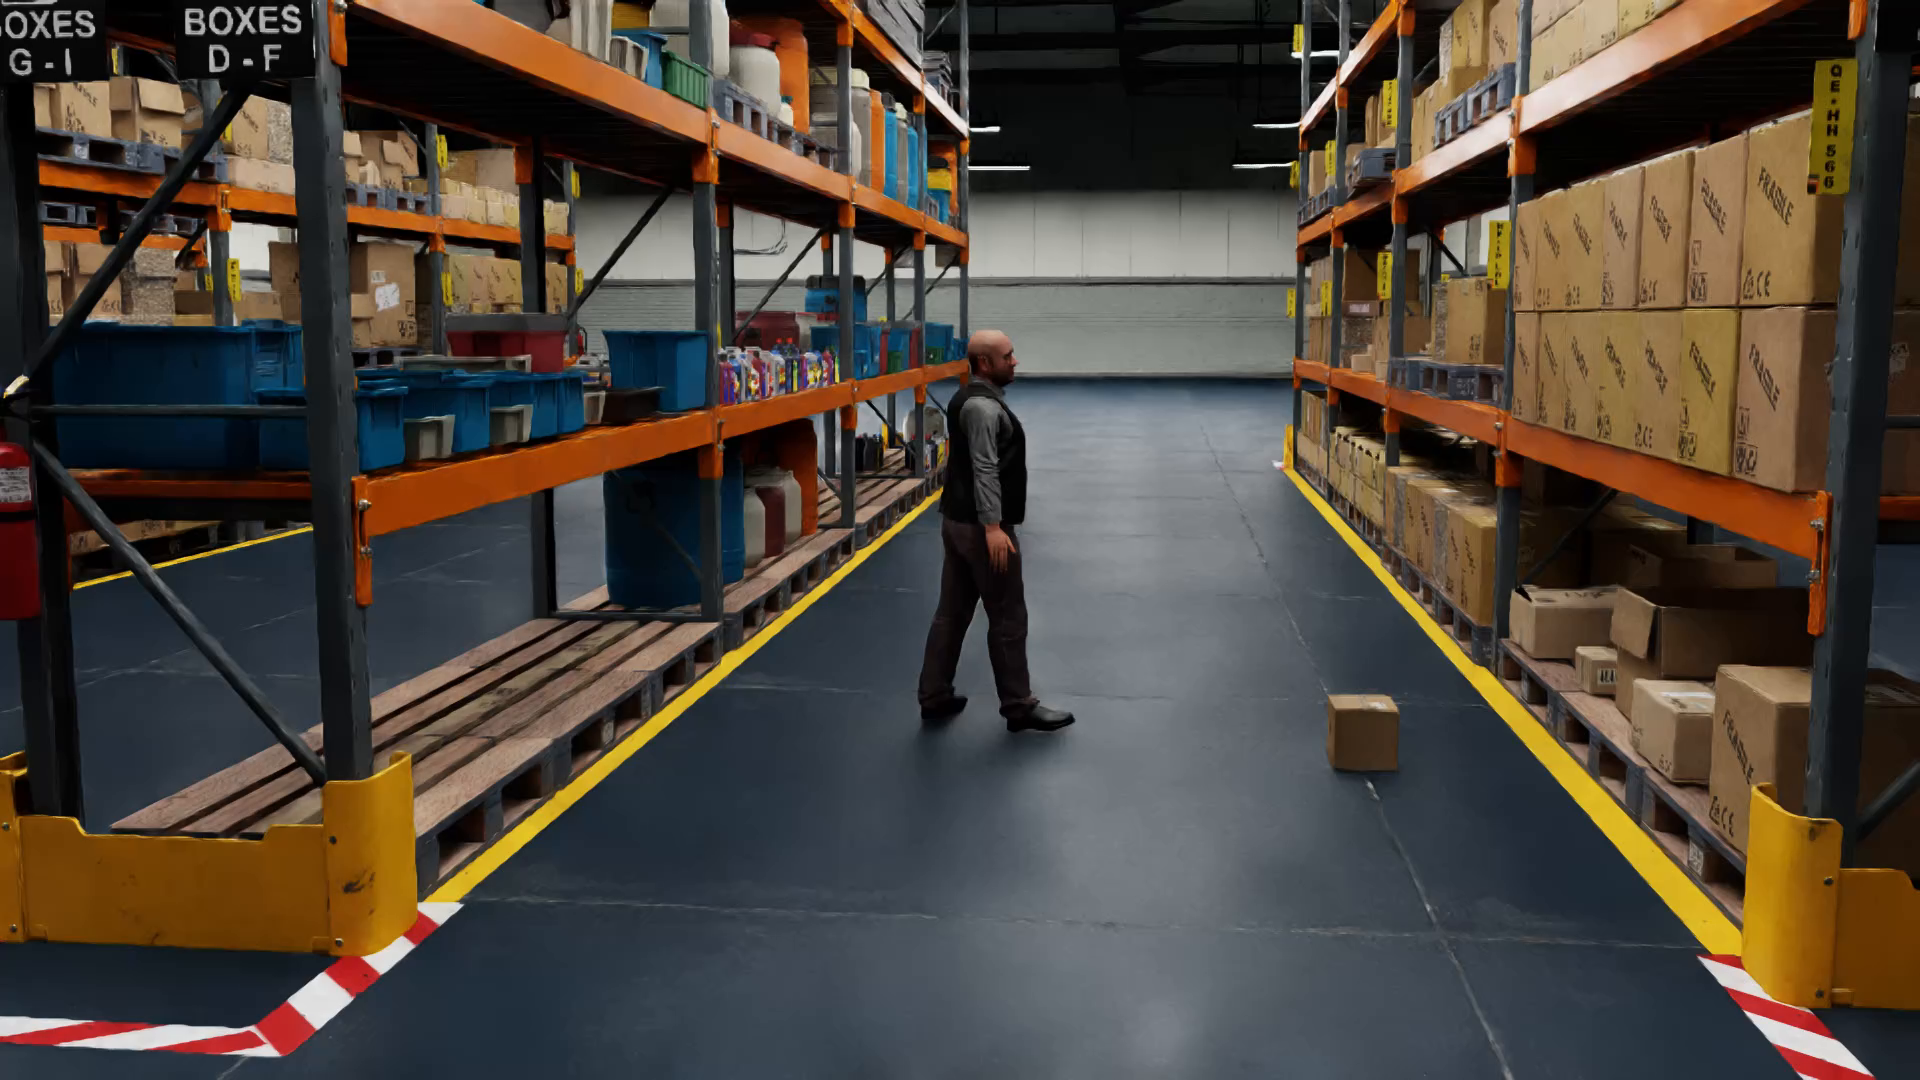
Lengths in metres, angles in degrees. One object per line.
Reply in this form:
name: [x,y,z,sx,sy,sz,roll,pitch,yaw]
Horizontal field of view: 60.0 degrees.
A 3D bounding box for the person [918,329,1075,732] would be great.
person: [0.149,-0.042,7.157,0.630,1.722,0.655,-2,8,-12]
